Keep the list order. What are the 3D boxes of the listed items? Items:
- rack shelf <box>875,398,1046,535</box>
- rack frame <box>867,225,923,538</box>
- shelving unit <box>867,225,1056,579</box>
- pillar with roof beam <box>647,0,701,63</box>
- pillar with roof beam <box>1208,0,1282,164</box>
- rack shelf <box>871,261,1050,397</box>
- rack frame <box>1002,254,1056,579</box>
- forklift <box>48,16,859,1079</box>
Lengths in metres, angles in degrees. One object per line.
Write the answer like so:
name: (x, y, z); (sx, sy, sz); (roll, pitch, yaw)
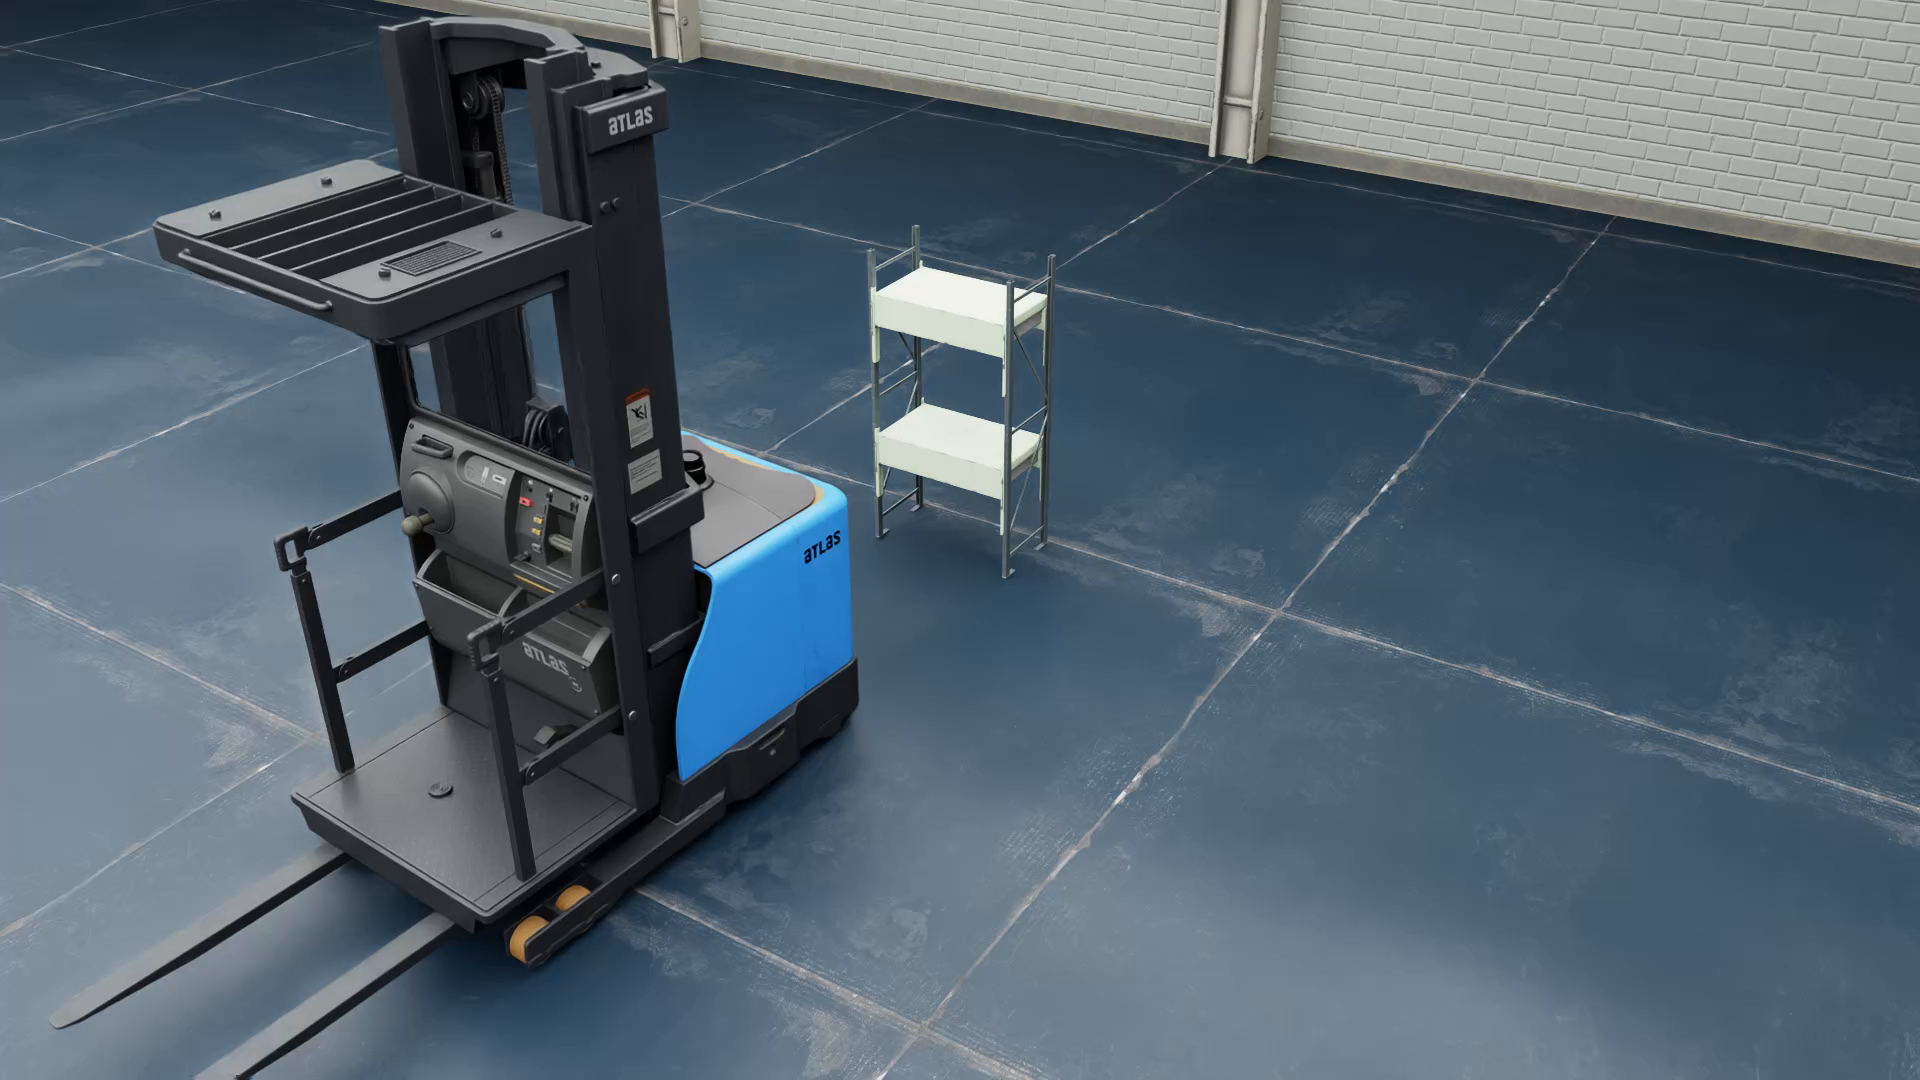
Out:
rack shelf: (0.006, -0.364, 8.033); (0.720, 0.370, 0.431); (18, 35, 27)
rack frame: (-0.304, -0.744, 8.037); (0.023, 1.500, 0.400); (18, 35, 27)
shelving unit: (0.006, -0.646, 7.869); (0.755, 1.500, 0.431); (18, 35, 27)
pillar with roof beam: (-5.082, -6.825, 11.019); (0.400, 9.000, 9.100); (18, 35, 27)
pillar with roof beam: (0.000, -5.218, 8.264); (0.400, 9.000, 9.100); (18, 35, 27)
rack shelf: (0.006, -0.983, 7.672); (0.720, 0.370, 0.431); (18, 35, 27)
rack frame: (0.316, -0.548, 7.701); (0.023, 1.500, 0.400); (18, 35, 27)
forklift: (-1.700, -0.079, 5.476); (1.130, 2.935, 3.031); (20, 36, 31)
